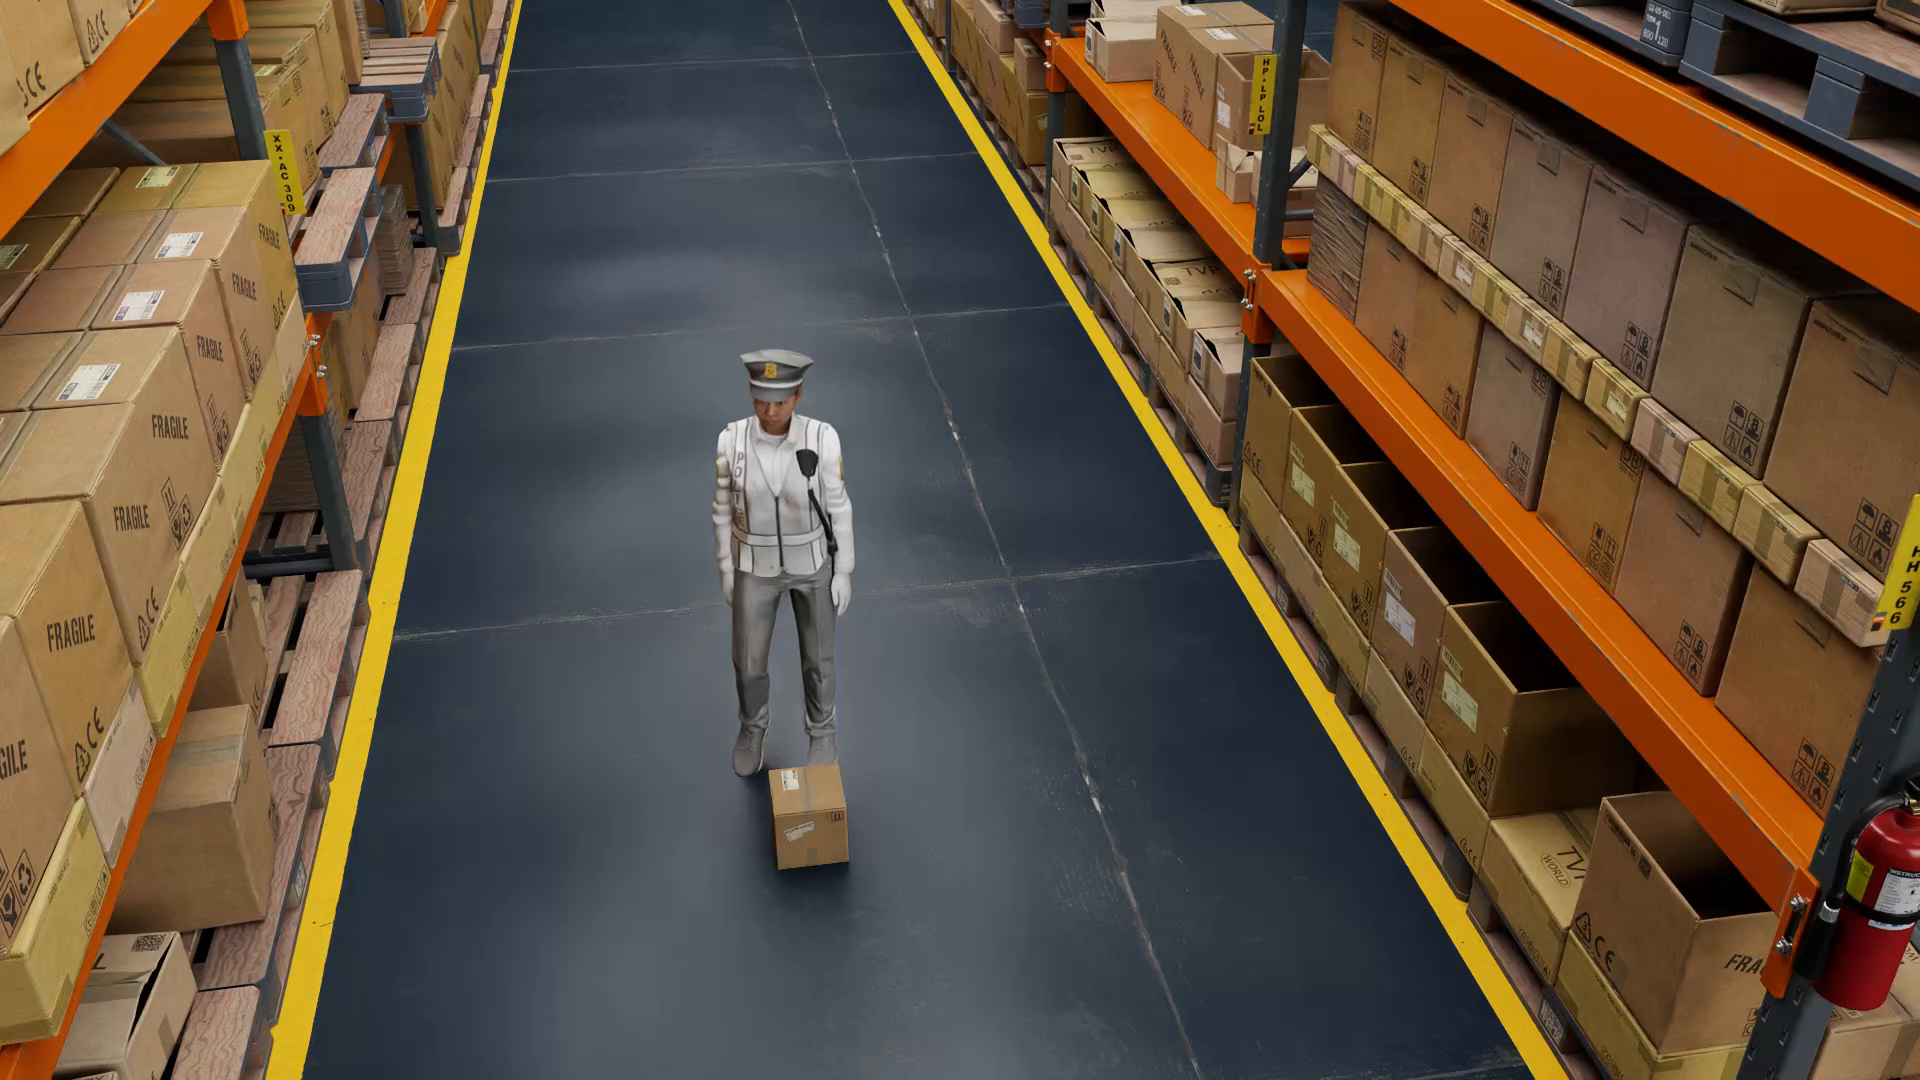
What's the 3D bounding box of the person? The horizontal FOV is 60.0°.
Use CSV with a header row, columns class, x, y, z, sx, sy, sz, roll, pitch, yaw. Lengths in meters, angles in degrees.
class,x,y,z,sx,sy,sz,roll,pitch,yaw
person,-0.622,0.122,5.915,0.496,1.732,0.336,-2,31,-4
